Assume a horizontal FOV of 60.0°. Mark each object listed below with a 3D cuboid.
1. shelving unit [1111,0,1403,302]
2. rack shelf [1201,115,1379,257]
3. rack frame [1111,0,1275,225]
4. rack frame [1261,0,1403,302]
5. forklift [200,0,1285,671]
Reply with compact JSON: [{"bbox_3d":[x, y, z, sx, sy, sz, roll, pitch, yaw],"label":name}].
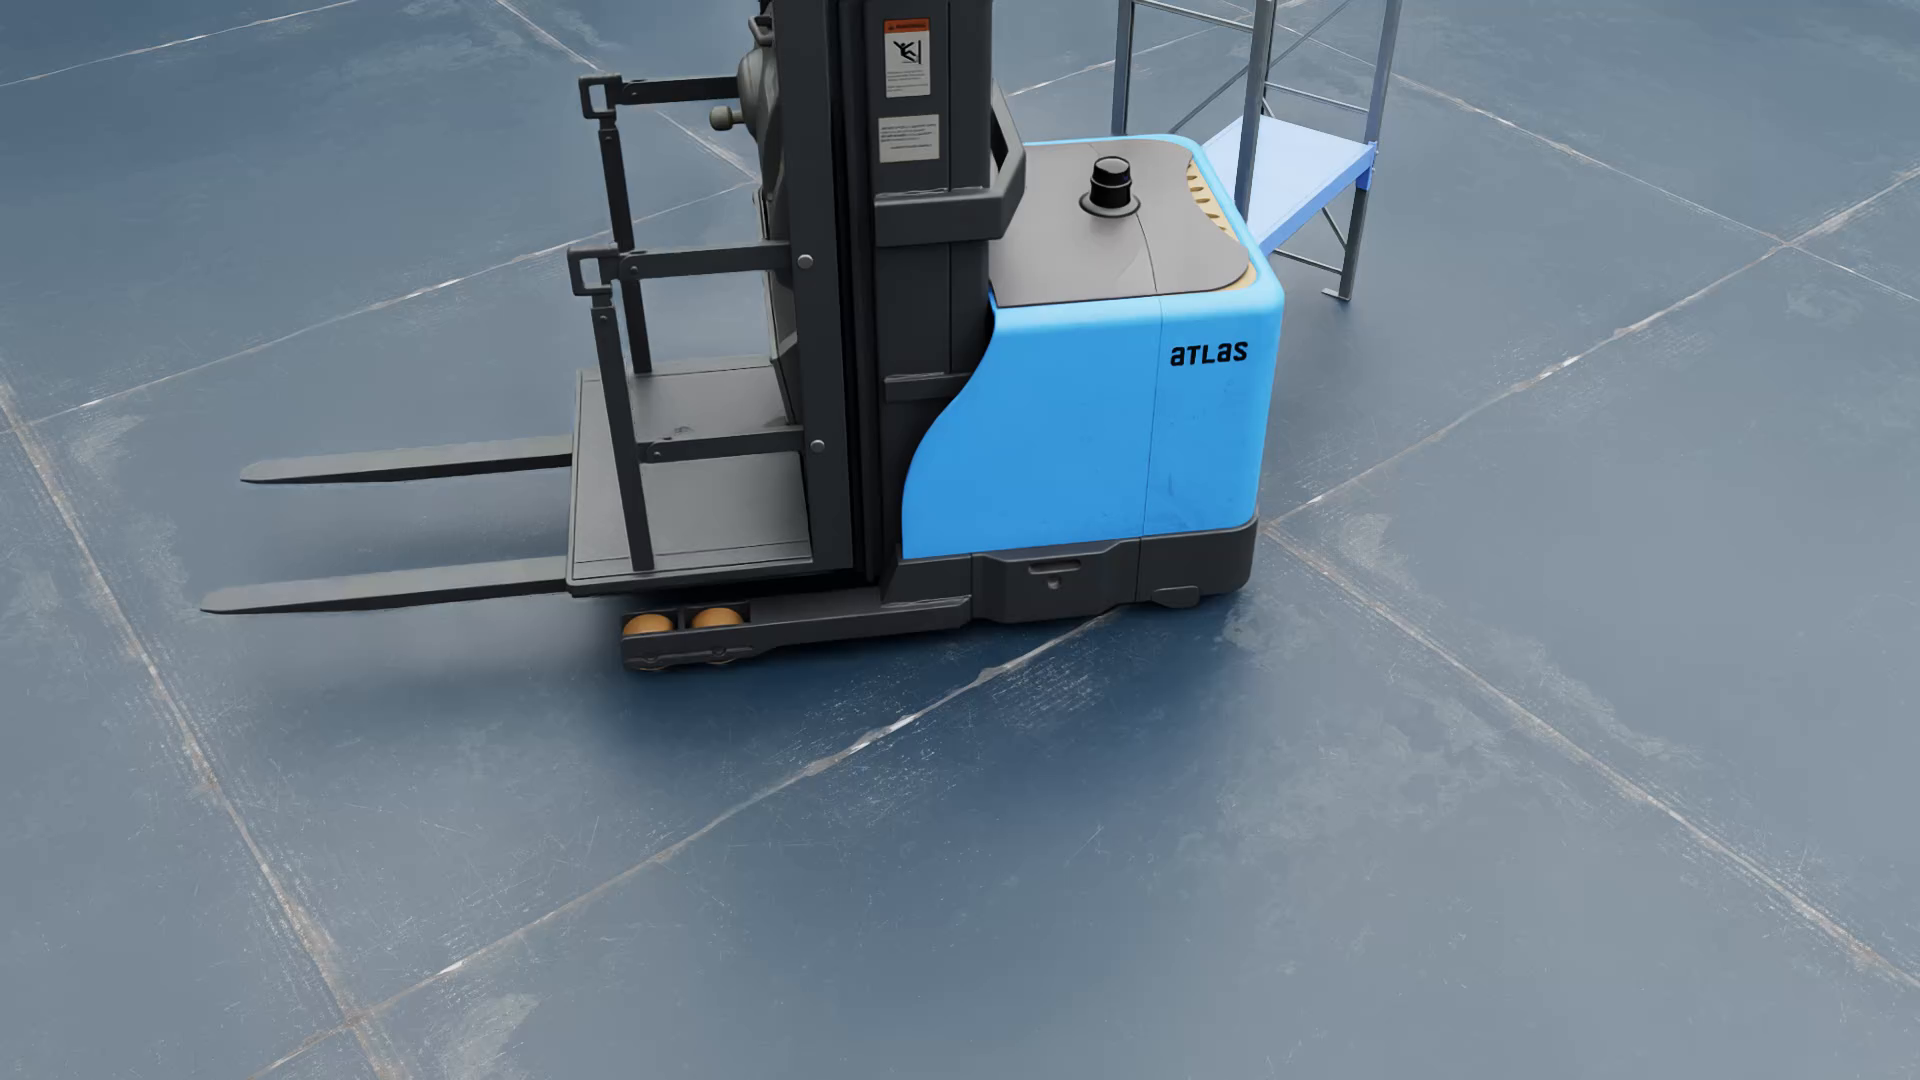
[{"bbox_3d":[0.993,-1.329,5.688,0.538,1.500,1.048,25,45,27],"label":"shelving unit"},{"bbox_3d":[0.993,-1.190,5.802,0.538,0.185,1.000,25,45,27],"label":"rack shelf"},{"bbox_3d":[0.696,-1.068,5.369,0.500,1.500,0.032,25,45,27],"label":"rack frame"},{"bbox_3d":[1.289,-1.591,6.007,0.500,1.500,0.032,25,45,27],"label":"rack frame"},{"bbox_3d":[-0.684,-1.116,4.299,3.031,2.935,1.130,-5,40,-7],"label":"forklift"}]
